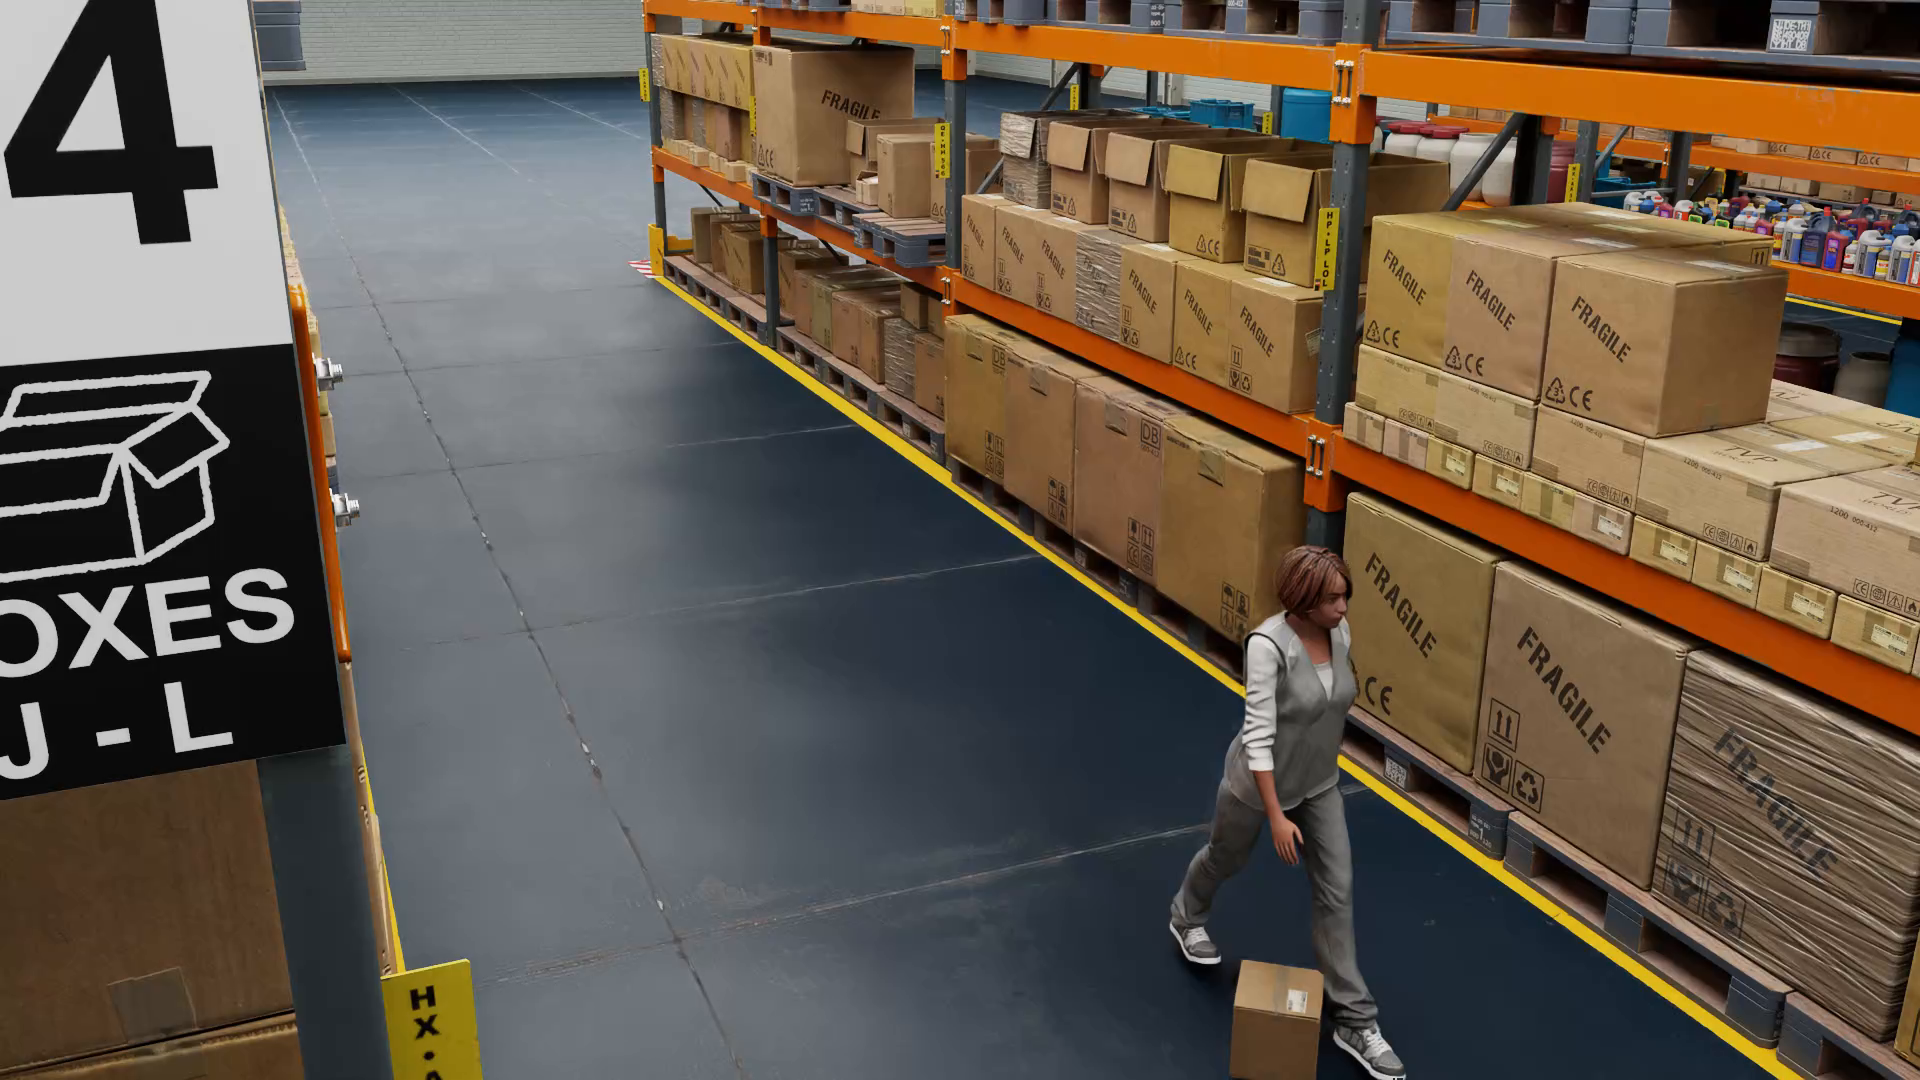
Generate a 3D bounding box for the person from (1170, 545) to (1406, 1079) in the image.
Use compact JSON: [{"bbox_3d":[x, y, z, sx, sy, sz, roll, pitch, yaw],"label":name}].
[{"bbox_3d":[0.986,0.734,4.952,0.431,1.536,0.984,-9,21,-25],"label":"person"}]
